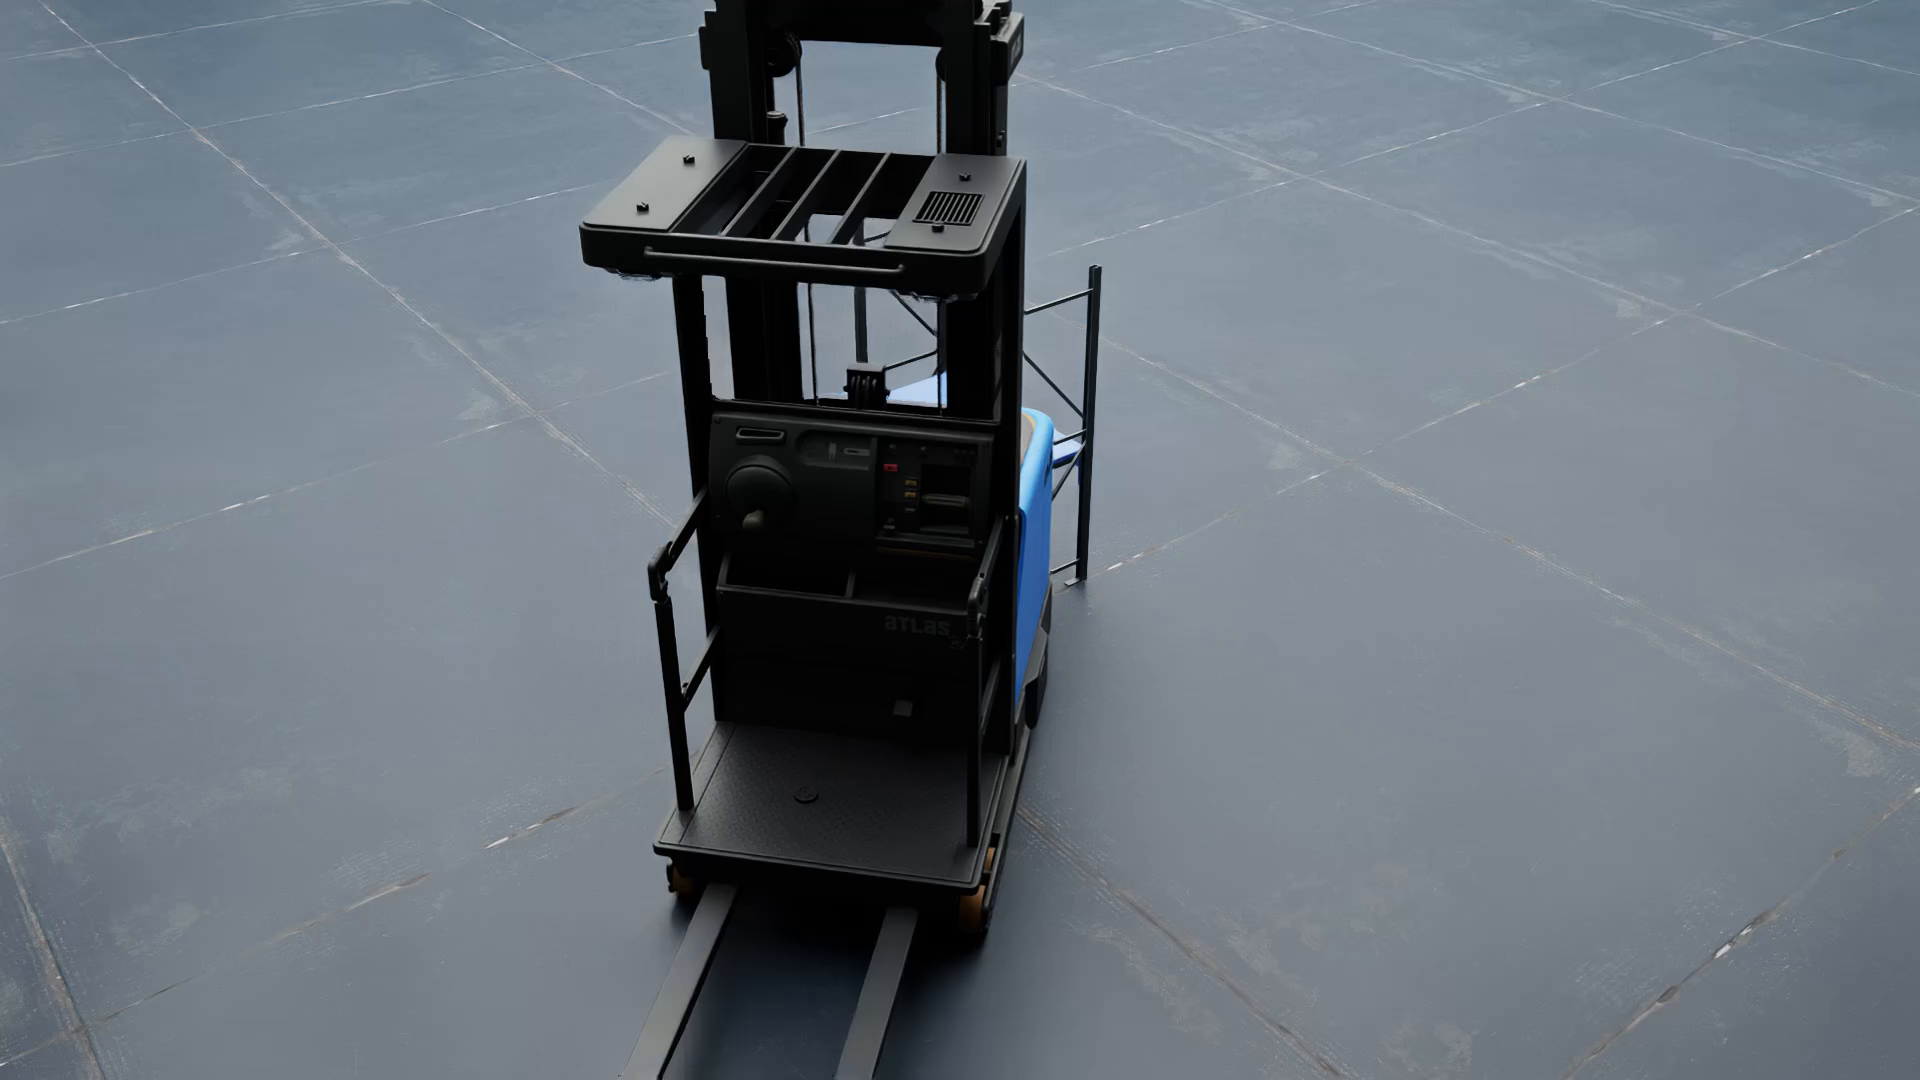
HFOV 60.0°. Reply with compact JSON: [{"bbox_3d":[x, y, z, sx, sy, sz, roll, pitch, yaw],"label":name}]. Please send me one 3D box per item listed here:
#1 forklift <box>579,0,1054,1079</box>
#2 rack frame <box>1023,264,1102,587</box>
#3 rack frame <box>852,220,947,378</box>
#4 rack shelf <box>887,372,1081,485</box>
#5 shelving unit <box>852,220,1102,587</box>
[{"bbox_3d":[-0.393,-0.131,5.184,1.130,2.935,3.031,6,32,9],"label":"forklift"},{"bbox_3d":[0.364,-0.390,6.956,0.500,1.500,0.032,-22,38,-31],"label":"rack frame"},{"bbox_3d":[-0.259,-0.813,7.638,0.500,1.500,0.032,-22,38,-31],"label":"rack frame"},{"bbox_3d":[0.052,-0.449,7.392,0.538,0.185,1.000,-22,38,-31],"label":"rack shelf"},{"bbox_3d":[0.052,-0.602,7.297,0.538,1.500,1.048,-22,38,-31],"label":"shelving unit"}]
